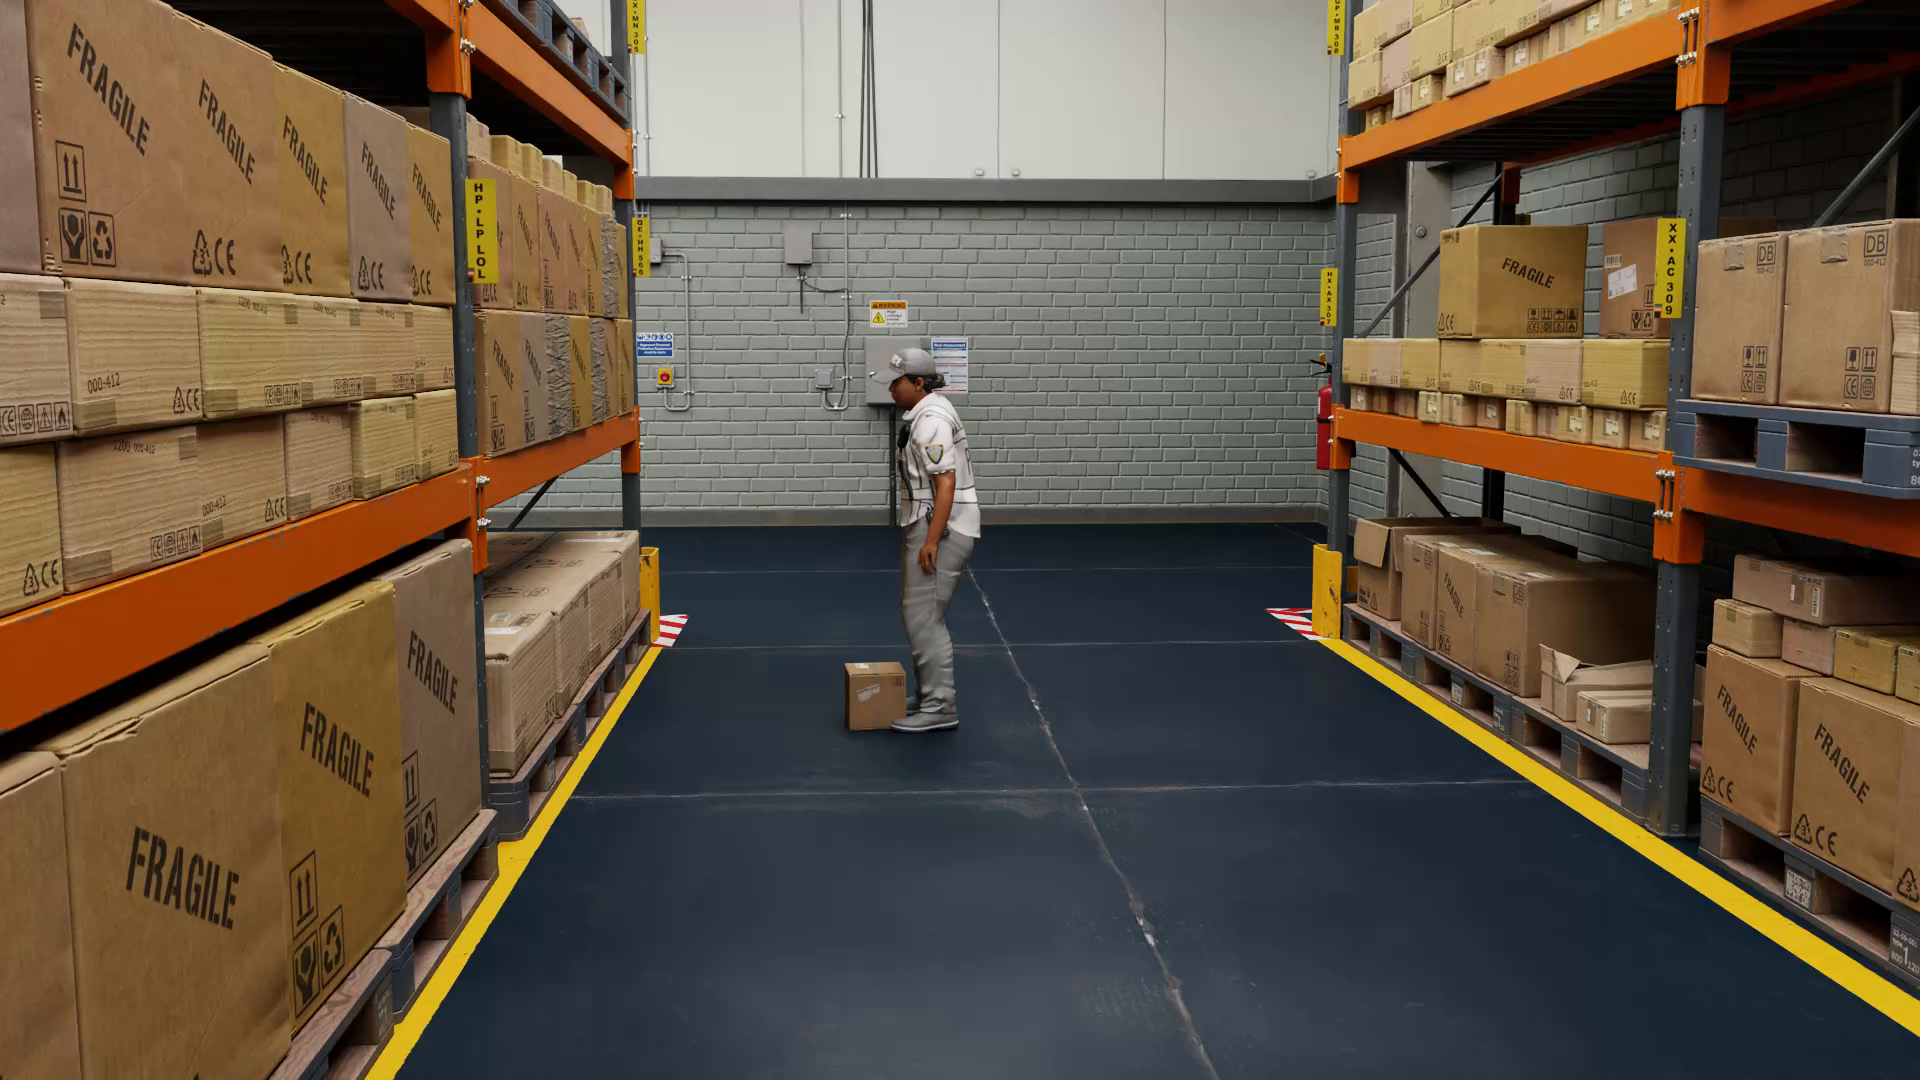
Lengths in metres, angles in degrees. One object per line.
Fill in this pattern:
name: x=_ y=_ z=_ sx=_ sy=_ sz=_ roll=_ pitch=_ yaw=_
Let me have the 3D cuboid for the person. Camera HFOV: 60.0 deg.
person: x=-0.156 y=-0.012 z=7.325 sx=0.471 sy=1.665 sz=0.563 roll=-1 pitch=7 yaw=-7
